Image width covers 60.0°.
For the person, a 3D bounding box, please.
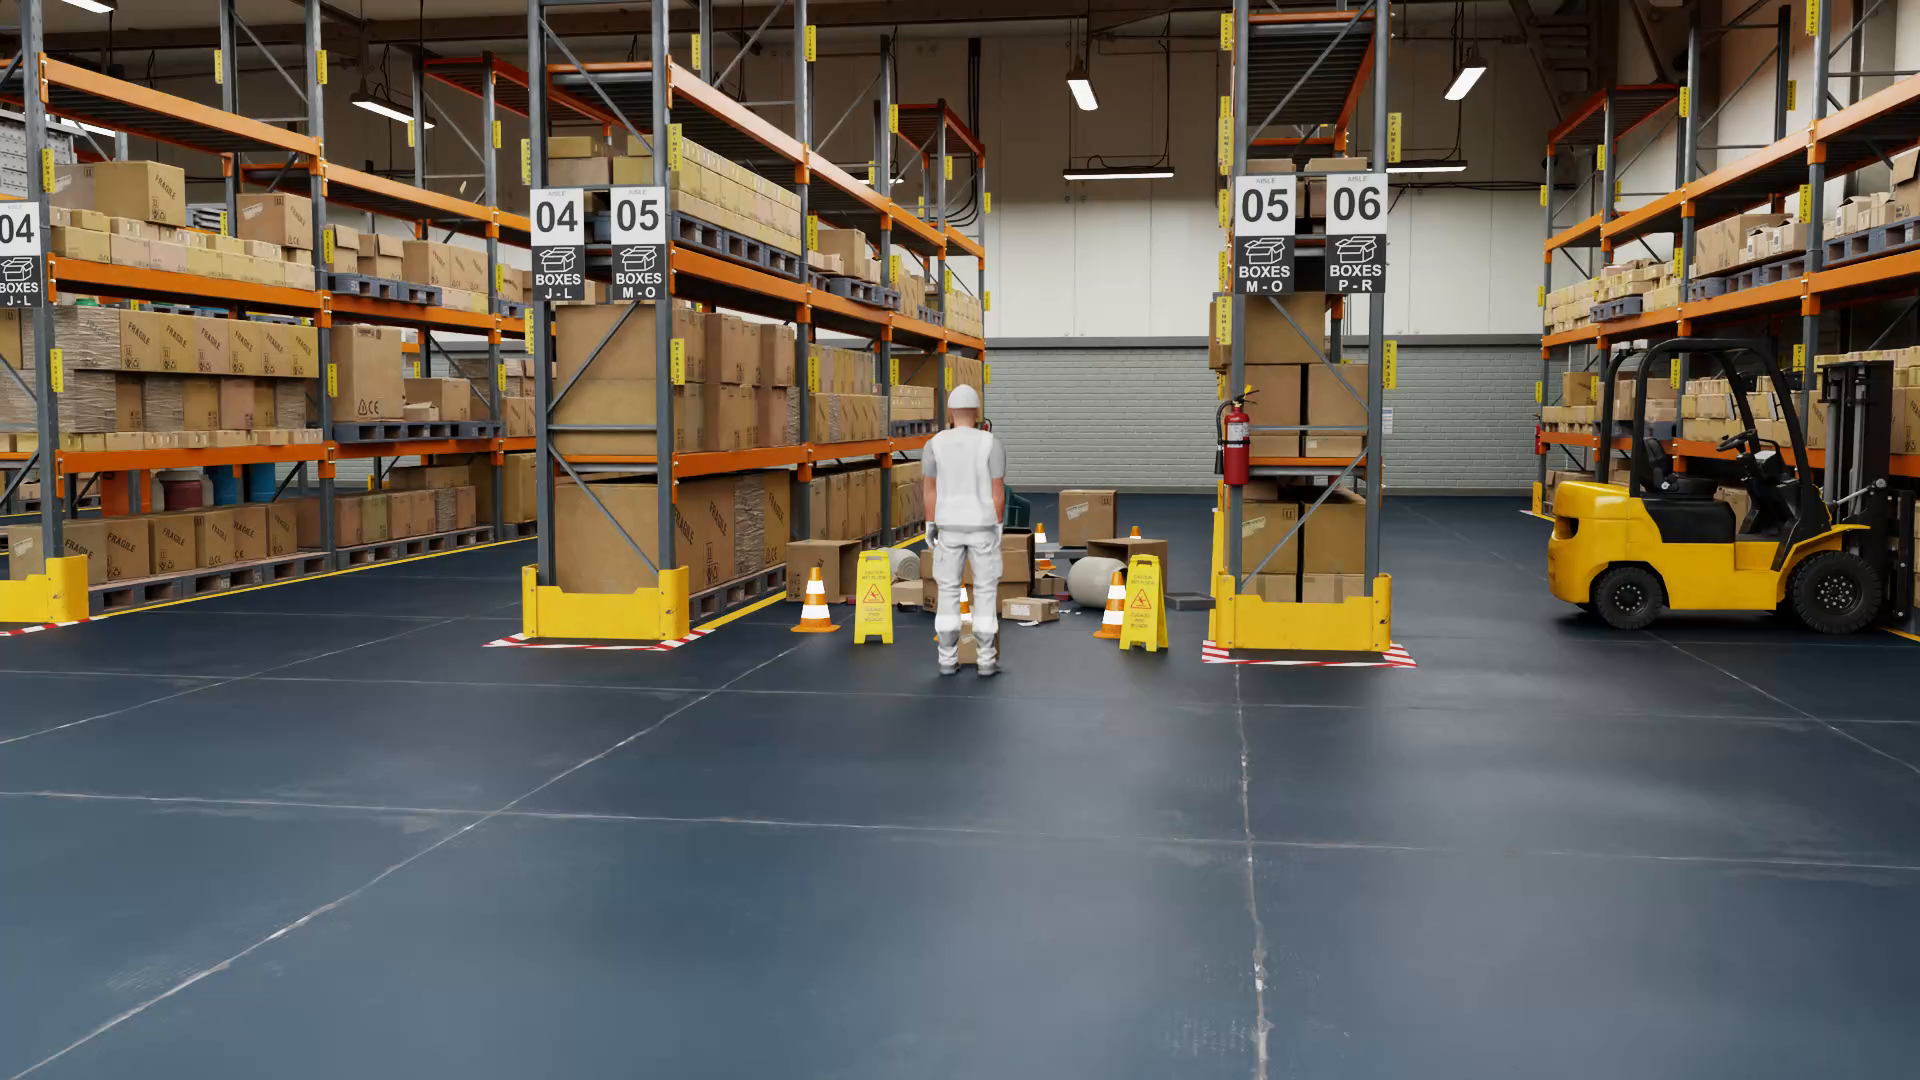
[{"bbox_3d":[0.030,-0.064,10.281,0.525,1.785,0.338,1,4,10],"label":"person"}]
